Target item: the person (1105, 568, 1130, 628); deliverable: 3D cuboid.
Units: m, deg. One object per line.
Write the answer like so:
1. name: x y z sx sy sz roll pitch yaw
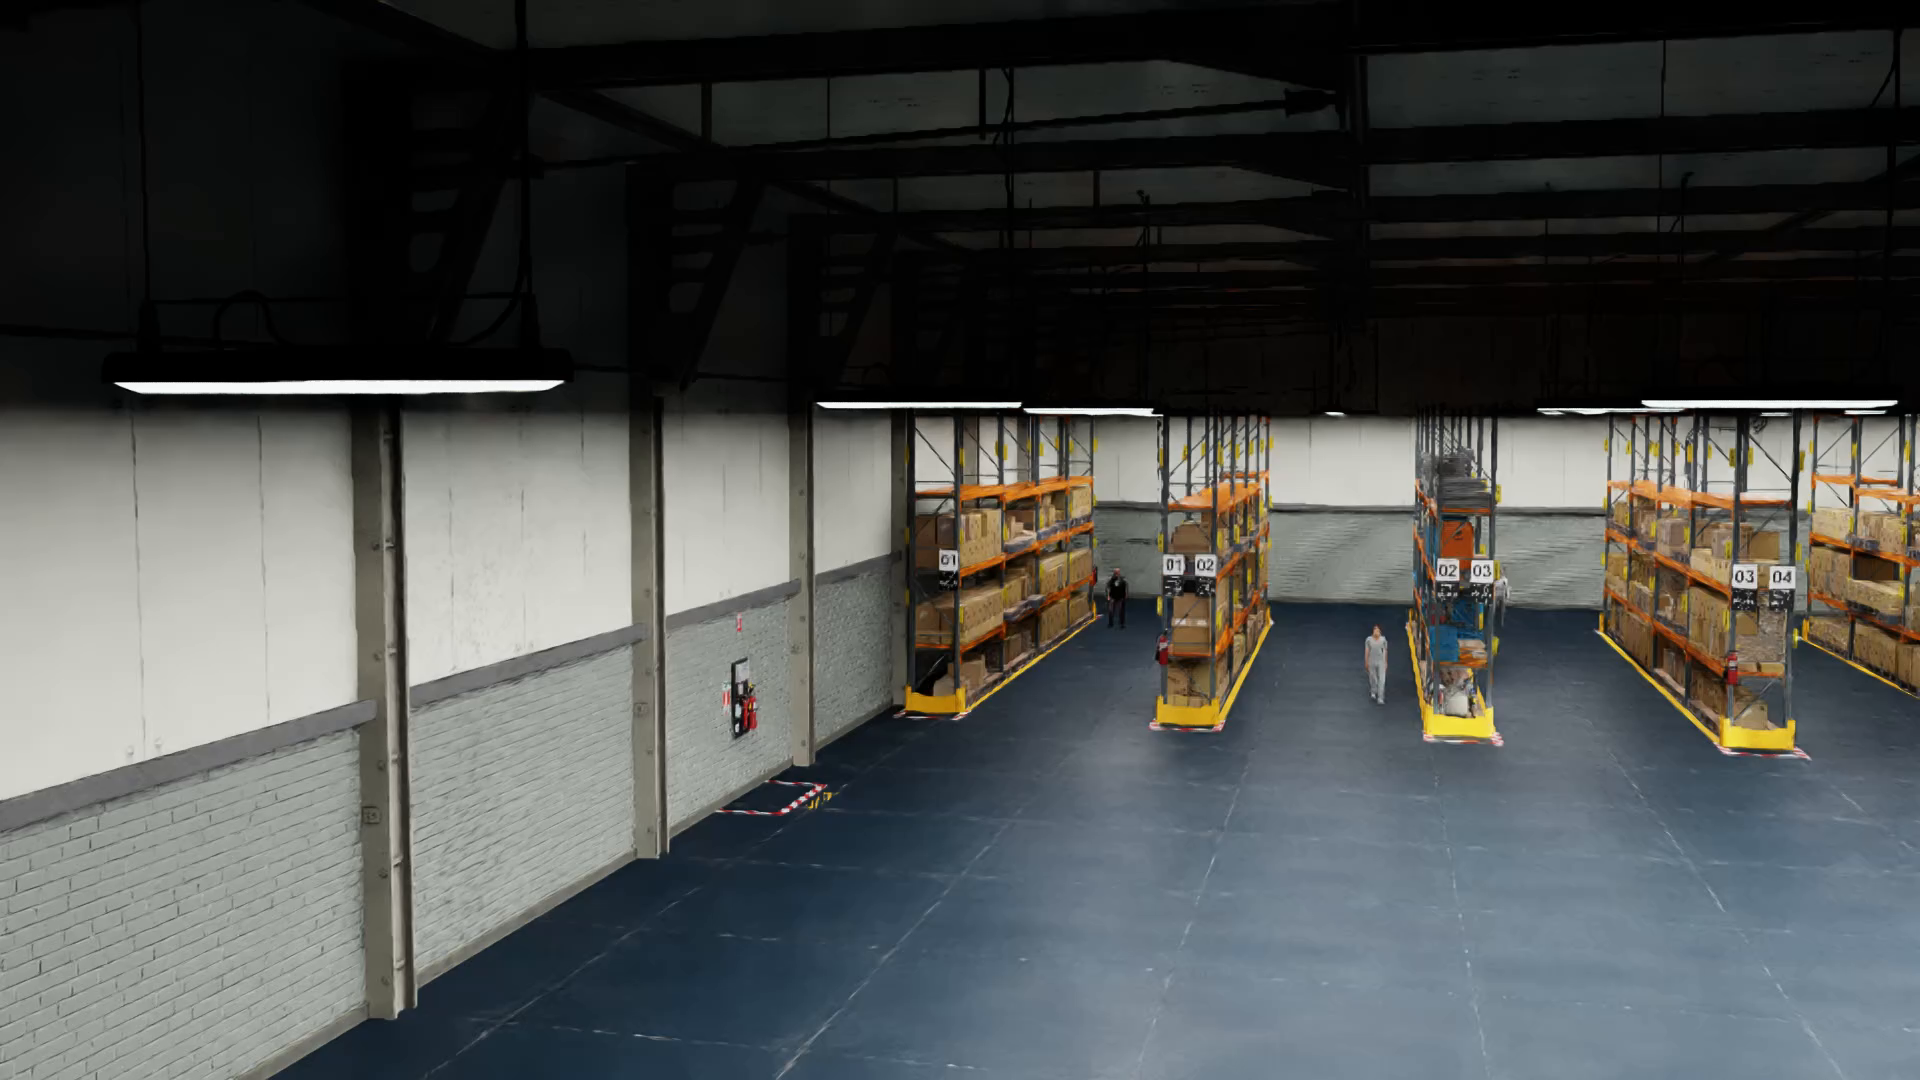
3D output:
1. person: 4.316 1.579 45.568 0.677 1.671 0.534 1 4 12

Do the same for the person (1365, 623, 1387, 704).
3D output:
1. person: 8.391 2.469 33.573 0.446 1.586 1.110 1 4 16

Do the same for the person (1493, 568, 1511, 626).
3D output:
1. person: 14.910 1.566 46.030 0.639 1.632 0.511 1 4 12
